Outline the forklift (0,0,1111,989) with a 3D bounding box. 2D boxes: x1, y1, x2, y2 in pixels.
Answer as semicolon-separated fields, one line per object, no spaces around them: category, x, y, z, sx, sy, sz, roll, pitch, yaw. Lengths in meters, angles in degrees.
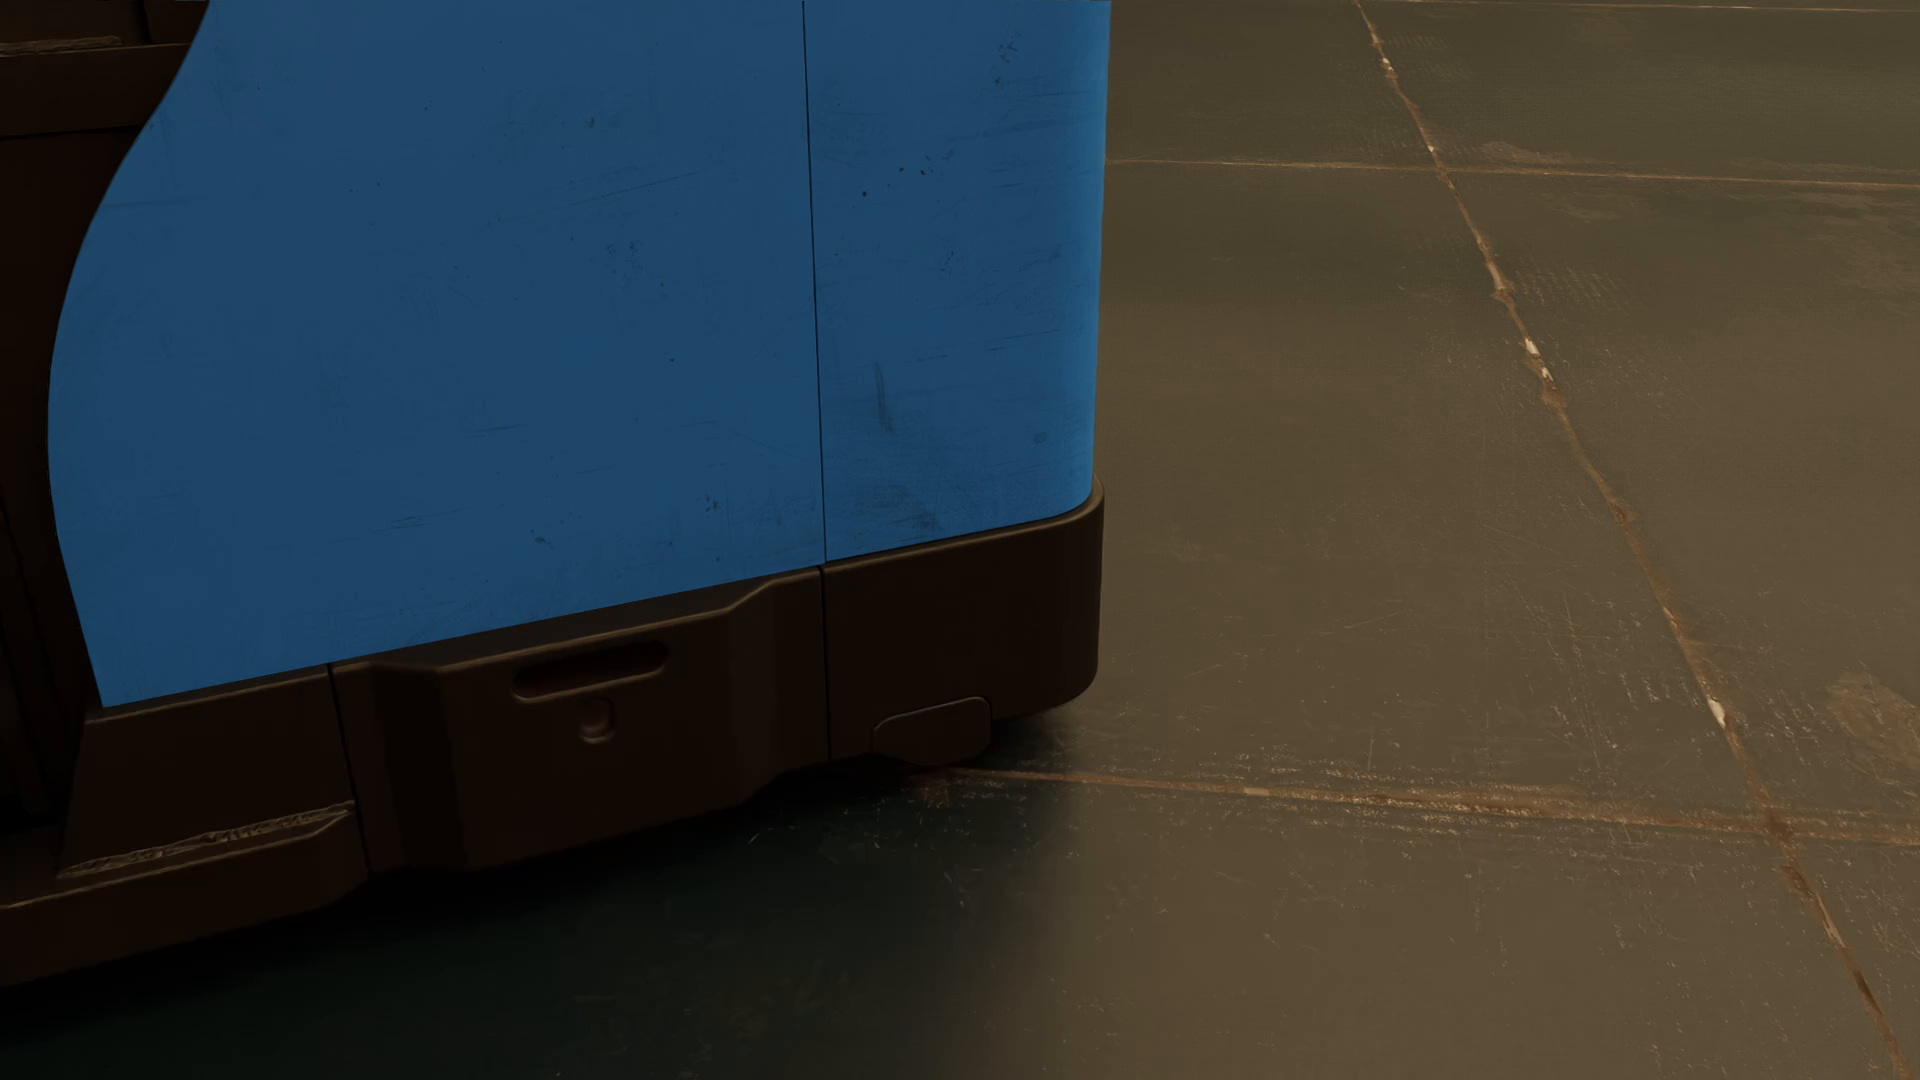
forklift;-1.395;-1.006;1.233;3.031;2.935;1.130;-11;29;-22
